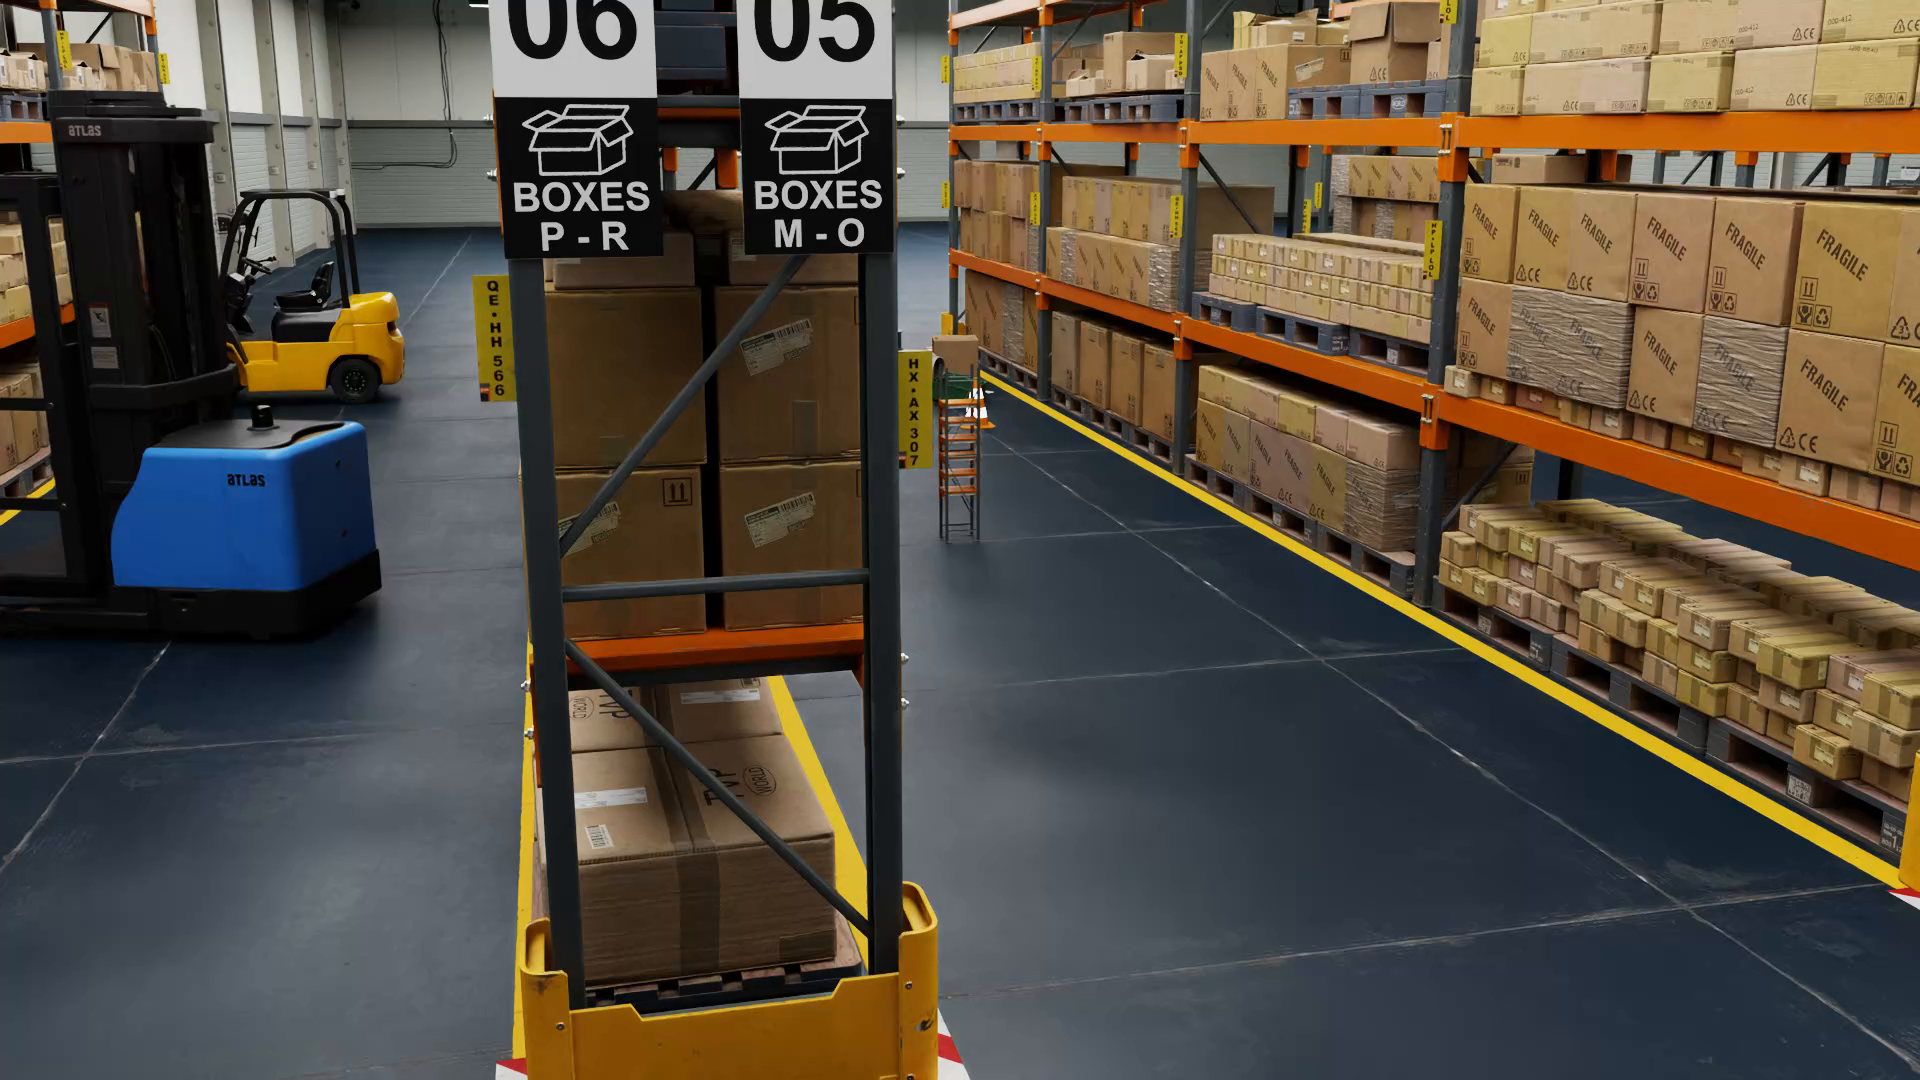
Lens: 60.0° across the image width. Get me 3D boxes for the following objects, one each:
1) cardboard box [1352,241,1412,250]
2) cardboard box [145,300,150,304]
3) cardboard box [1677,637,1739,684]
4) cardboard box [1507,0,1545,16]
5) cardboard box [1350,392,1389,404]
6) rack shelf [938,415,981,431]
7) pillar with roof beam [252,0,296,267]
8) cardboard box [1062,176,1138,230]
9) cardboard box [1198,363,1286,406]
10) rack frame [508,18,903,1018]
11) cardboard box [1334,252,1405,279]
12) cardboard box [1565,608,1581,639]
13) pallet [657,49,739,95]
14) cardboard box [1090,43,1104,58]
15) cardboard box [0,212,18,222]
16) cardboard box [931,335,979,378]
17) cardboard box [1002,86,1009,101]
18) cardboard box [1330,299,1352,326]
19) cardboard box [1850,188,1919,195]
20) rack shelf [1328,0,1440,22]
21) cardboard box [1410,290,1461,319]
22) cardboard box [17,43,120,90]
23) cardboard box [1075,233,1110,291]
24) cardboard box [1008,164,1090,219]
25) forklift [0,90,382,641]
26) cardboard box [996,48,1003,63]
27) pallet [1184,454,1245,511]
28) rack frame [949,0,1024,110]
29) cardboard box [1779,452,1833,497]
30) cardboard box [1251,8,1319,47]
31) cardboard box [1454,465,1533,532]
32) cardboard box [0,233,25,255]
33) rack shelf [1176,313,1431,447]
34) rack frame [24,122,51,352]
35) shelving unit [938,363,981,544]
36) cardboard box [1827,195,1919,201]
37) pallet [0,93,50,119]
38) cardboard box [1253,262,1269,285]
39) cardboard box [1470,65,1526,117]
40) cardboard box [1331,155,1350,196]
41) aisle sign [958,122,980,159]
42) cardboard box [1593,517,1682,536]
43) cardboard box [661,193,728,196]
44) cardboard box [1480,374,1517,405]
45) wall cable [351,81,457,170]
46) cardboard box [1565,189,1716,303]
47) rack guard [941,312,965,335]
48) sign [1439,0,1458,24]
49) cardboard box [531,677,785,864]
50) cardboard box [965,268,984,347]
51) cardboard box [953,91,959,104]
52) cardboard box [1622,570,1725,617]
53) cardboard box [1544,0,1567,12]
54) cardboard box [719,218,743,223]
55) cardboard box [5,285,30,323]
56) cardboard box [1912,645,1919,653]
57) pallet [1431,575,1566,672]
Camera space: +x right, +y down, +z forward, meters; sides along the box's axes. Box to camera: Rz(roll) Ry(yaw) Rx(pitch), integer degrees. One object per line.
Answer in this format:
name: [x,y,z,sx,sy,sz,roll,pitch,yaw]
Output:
cardboard box: [3.039,-2.061,11.935,0.380,0.149,0.250,-3,14,-13]
cardboard box: [-8.711,-2.430,17.856,0.500,0.250,0.500,-3,14,-12]
cardboard box: [3.462,0.524,7.458,0.380,0.149,0.250,-3,14,-12]
cardboard box: [3.047,-2.766,8.533,0.380,0.149,0.250,-4,14,-16]
cardboard box: [3.023,-0.871,11.473,0.500,0.250,0.500,-3,14,-11]
rack shelf: [-0.003,-0.776,11.252,0.258,0.103,0.180,-3,14,-13]
pillar with roof beam: [-10.003,-10.378,34.946,9.100,9.000,0.400,-3,14,-13]
cardboard box: [1.426,-3.357,16.528,0.700,0.500,0.500,-4,14,-14]
cardboard box: [2.169,-1.195,12.801,0.500,0.250,0.500,-4,14,-16]
rack frame: [-0.666,0.131,4.570,1.000,3.000,0.127,-3,14,-13]
cardboard box: [2.659,-1.783,10.795,0.380,0.149,0.250,-4,14,-15]
cardboard box: [3.332,0.424,8.495,0.380,0.149,0.250,-4,14,-16]
pallet: [-1.141,-1.736,6.077,1.003,0.211,1.213,-3,14,-13]
cardboard box: [1.548,-5.014,17.065,0.380,0.149,0.250,-3,14,-13]
cardboard box: [-8.677,-2.925,14.874,0.380,0.149,0.250,-3,14,-13]
cardboard box: [-0.059,-2.024,18.654,0.500,0.500,0.500,-1,14,-3]
cardboard box: [0.668,-4.825,17.968,0.380,0.149,0.250,-3,14,-12]
cardboard box: [2.649,-1.493,10.861,0.380,0.149,0.250,-4,14,-16]
cardboard box: [7.394,-2.483,12.944,0.797,0.503,0.637,-3,14,-12]
rack shelf: [5.679,-6.214,19.425,1.077,0.370,4.000,-3,14,-13]
cardboard box: [2.897,-1.398,9.847,0.380,0.149,0.250,-3,14,-11]
cardboard box: [-8.663,-4.575,16.199,0.797,0.503,0.637,-3,14,-11]
cardboard box: [1.400,-2.617,15.607,0.500,0.500,0.500,-3,14,-13]
cardboard box: [1.008,-3.741,17.829,0.875,0.550,0.550,-3,14,-13]
forklift: [-5.016,-1.007,9.372,3.031,2.935,1.130,2,14,7]
cardboard box: [0.612,-5.269,18.108,0.380,0.149,0.250,-3,14,-14]
pallet: [2.425,-0.479,12.942,1.003,0.211,1.213,-3,14,-13]
rack frame: [0.364,-6.774,20.191,1.000,3.000,0.127,-3,14,-13]
cardboard box: [3.592,-0.280,6.781,0.380,0.149,0.250,-3,14,-12]
cardboard box: [2.289,-3.607,11.727,0.396,0.266,0.258,-3,14,-13]
cardboard box: [3.267,-0.266,10.577,0.500,0.500,0.500,-3,14,-11]
cardboard box: [-7.546,-2.307,12.972,0.380,0.149,0.250,-4,14,-15]
rack shelf: [2.713,-1.203,11.546,1.077,0.370,4.000,-3,14,-13]
rack frame: [-8.308,-2.360,14.765,1.000,3.000,0.127,-3,14,-13]
shelving unit: [-0.003,-0.586,11.298,0.258,1.200,0.189,-3,14,-13]
cardboard box: [4.049,-1.203,7.085,0.500,0.500,0.500,-4,14,-14]
pallet: [-8.534,-3.969,15.219,1.003,0.211,1.213,-3,14,-13]
cardboard box: [2.352,-1.935,12.047,0.380,0.149,0.250,-3,14,-13]
cardboard box: [3.034,-2.354,8.736,0.500,0.250,0.500,-3,14,-10]
cardboard box: [5.073,-4.649,21.192,0.500,0.500,0.500,-3,14,-13]
aisle sign: [0.056,-5.122,20.593,0.394,0.787,0.004,-3,14,-13]
cardboard box: [3.683,-0.018,9.048,0.380,0.149,0.250,-3,14,-14]
cardboard box: [-1.218,-1.463,7.410,0.380,0.149,0.250,-3,14,-13]
cardboard box: [3.064,-0.830,9.033,0.380,0.149,0.250,-3,14,-12]
wall cable: [-16.413,-12.152,48.747,3.097,2.526,0.112,-3,14,-13]
cardboard box: [3.276,-1.415,7.956,0.500,0.500,0.500,-3,14,-12]
rack guard: [0.358,-2.650,21.222,1.175,0.500,0.348,-3,14,-13]
sign: [2.644,-2.959,8.978,0.100,0.325,0.005,-3,14,-13]
cardboard box: [-1.141,0.814,6.287,0.875,0.438,0.875,-3,14,-12]
cardboard box: [0.588,-2.878,20.480,0.875,0.875,0.875,-3,14,-13]
cardboard box: [0.133,-5.350,20.118,0.380,0.149,0.250,-3,14,-13]
cardboard box: [3.404,0.254,7.936,0.380,0.149,0.250,-3,14,-13]
cardboard box: [3.161,-2.712,8.309,0.380,0.149,0.250,-3,14,-14]
cardboard box: [-0.561,-0.938,5.264,0.380,0.149,0.250,-3,14,-11]
cardboard box: [-7.597,-1.835,12.932,0.500,0.250,0.500,-3,14,-11]
cardboard box: [4.147,0.527,6.818,0.380,0.149,0.250,-3,14,-12]
pallet: [3.374,0.417,9.277,1.003,0.211,1.213,-3,14,-13]
